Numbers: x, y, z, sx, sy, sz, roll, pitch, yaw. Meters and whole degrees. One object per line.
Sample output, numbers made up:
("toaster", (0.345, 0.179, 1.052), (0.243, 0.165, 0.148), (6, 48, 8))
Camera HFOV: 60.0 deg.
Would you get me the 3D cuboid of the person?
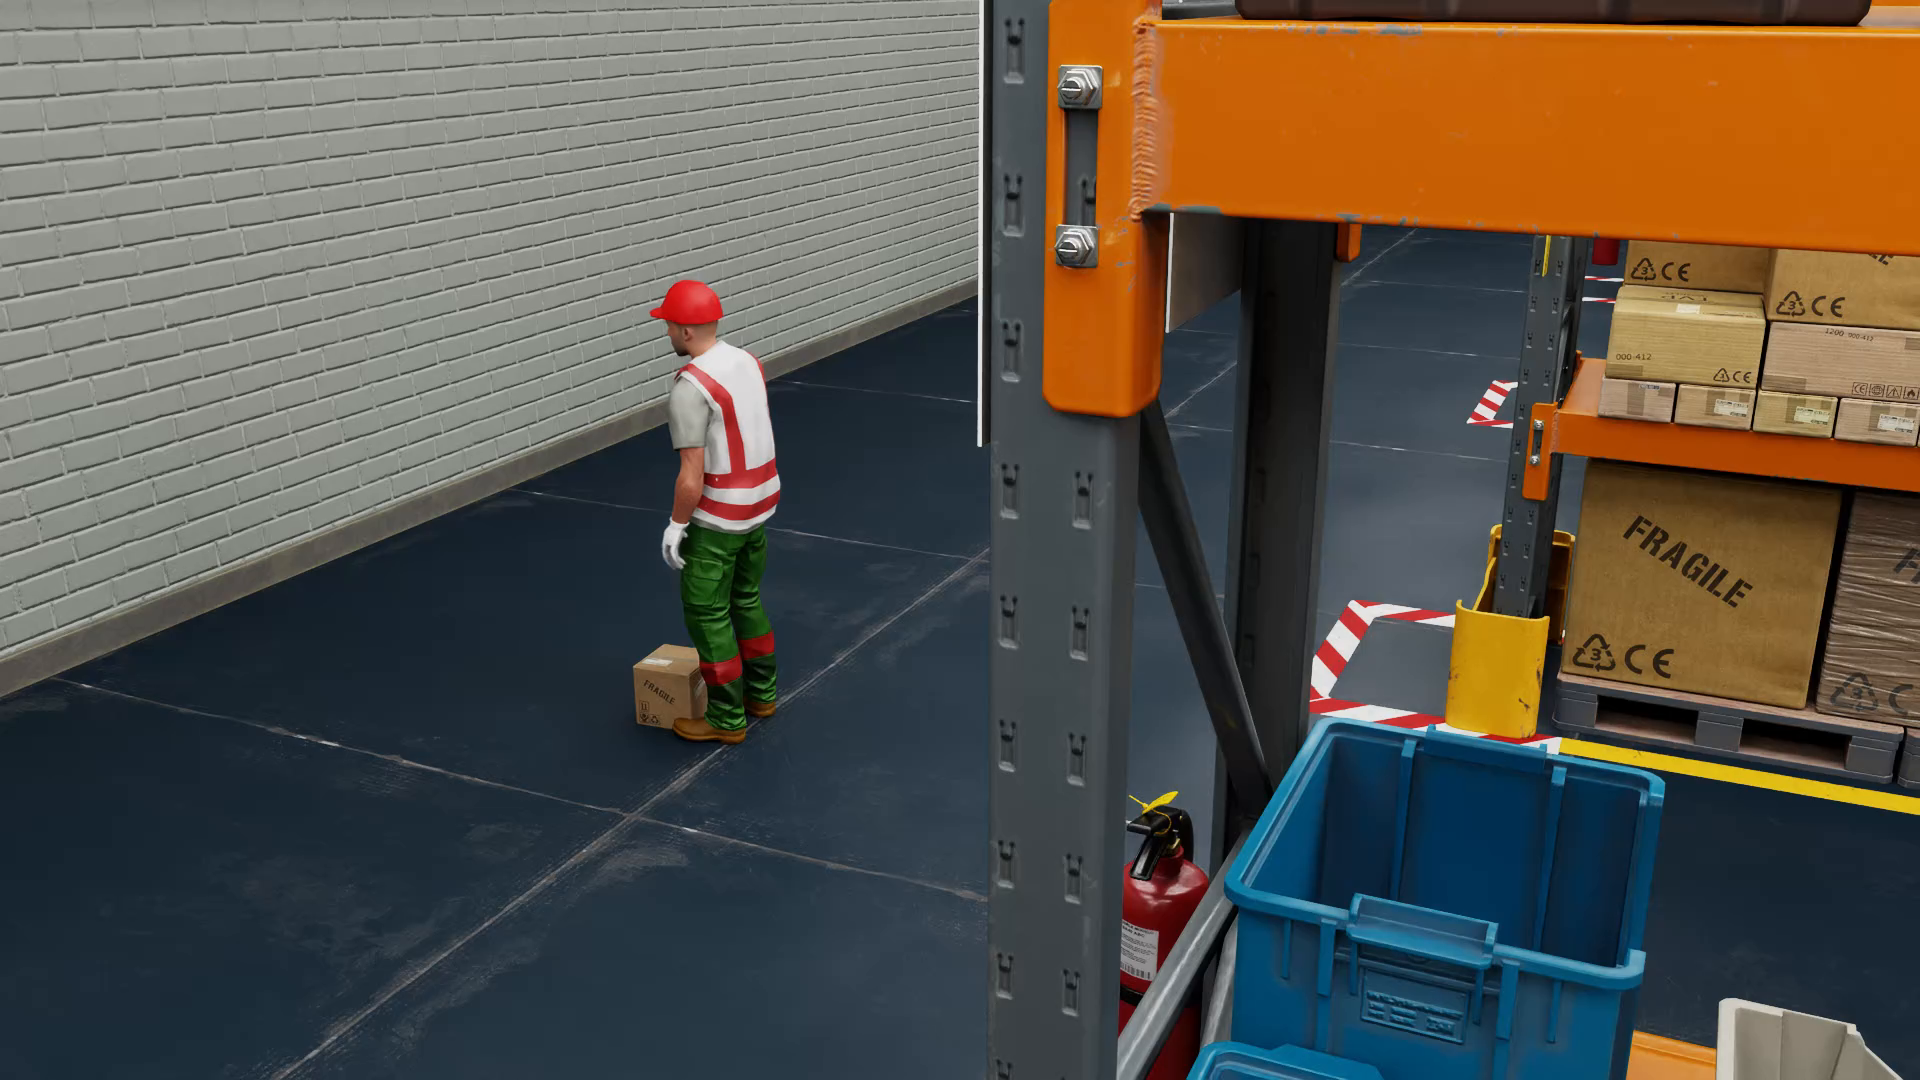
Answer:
("person", (-0.922, -0.101, 6.335), (0.448, 1.780, 0.610), (8, 21, 23))
